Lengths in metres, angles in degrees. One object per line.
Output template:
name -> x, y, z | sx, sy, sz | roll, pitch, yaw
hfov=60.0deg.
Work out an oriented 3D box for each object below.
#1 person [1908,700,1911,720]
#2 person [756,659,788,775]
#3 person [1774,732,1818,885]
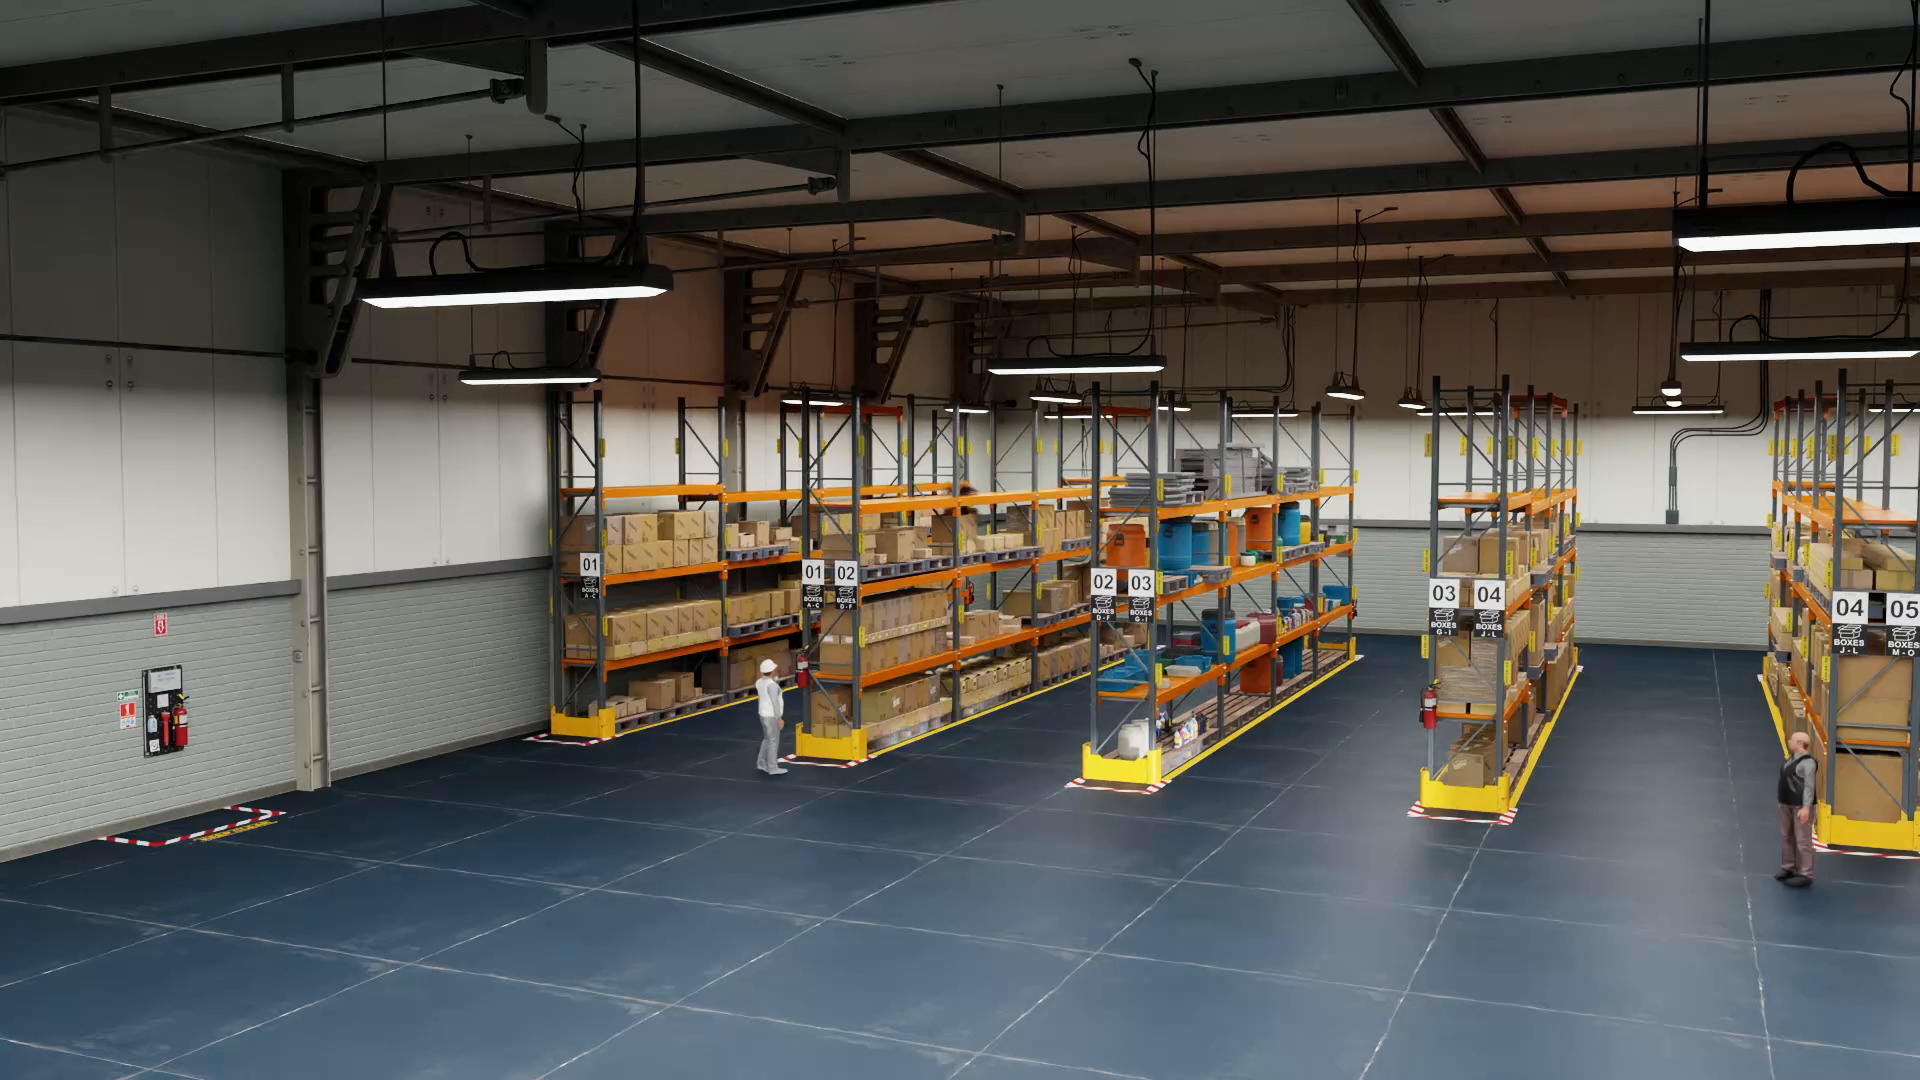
person -> 17.147, 2.493, 30.275 | 0.541, 1.689, 0.460 | -2, 4, -34
person -> -2.894, 2.725, 25.574 | 0.455, 1.805, 0.607 | -1, 3, -20
person -> 9.650, 3.120, 19.195 | 0.420, 1.644, 0.539 | -1, 3, -14
